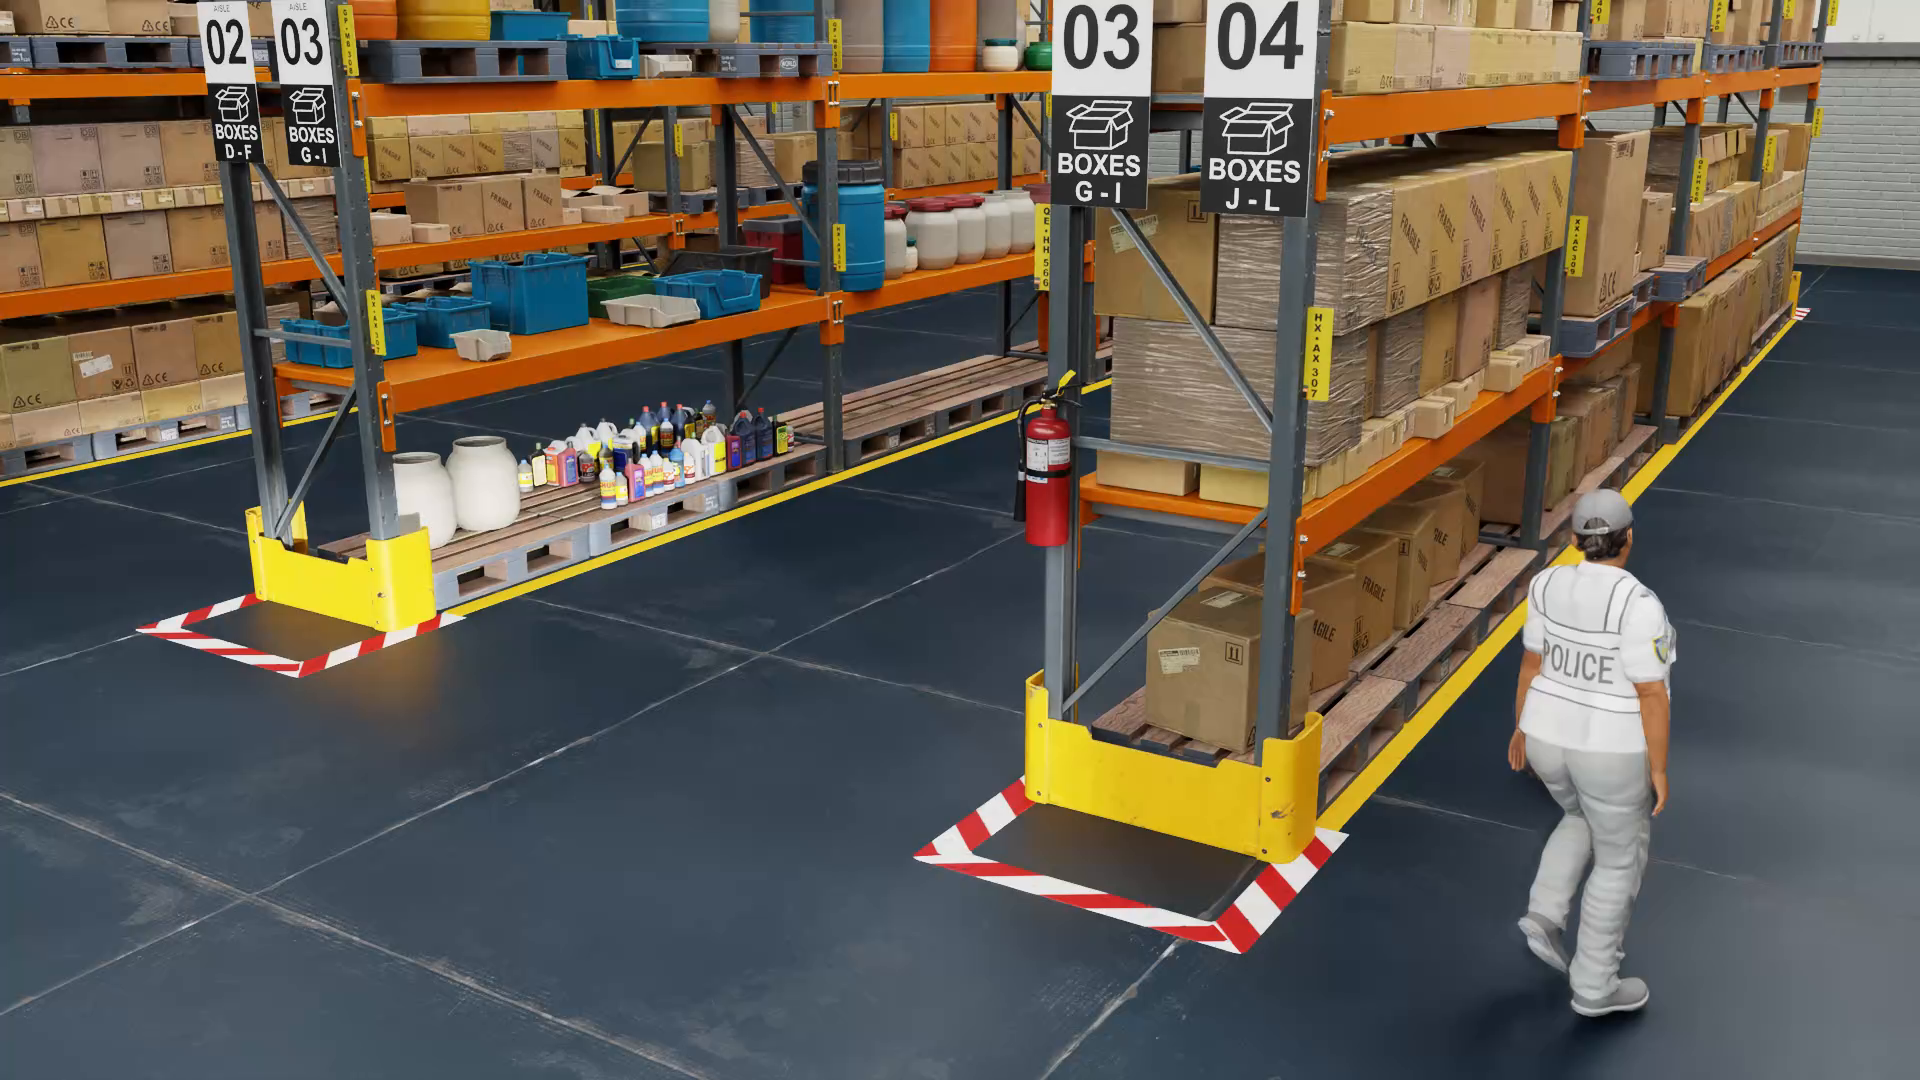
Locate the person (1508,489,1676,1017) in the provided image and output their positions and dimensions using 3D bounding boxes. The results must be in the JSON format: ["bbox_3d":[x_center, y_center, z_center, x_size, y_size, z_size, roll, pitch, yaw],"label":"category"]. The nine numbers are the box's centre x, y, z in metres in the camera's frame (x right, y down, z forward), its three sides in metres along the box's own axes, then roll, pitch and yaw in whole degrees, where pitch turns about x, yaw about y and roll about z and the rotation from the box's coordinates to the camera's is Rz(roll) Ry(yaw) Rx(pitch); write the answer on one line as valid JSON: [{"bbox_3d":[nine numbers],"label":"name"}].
[{"bbox_3d":[2.021,0.648,5.255,0.462,1.646,0.541,-9,19,-28],"label":"person"}]
